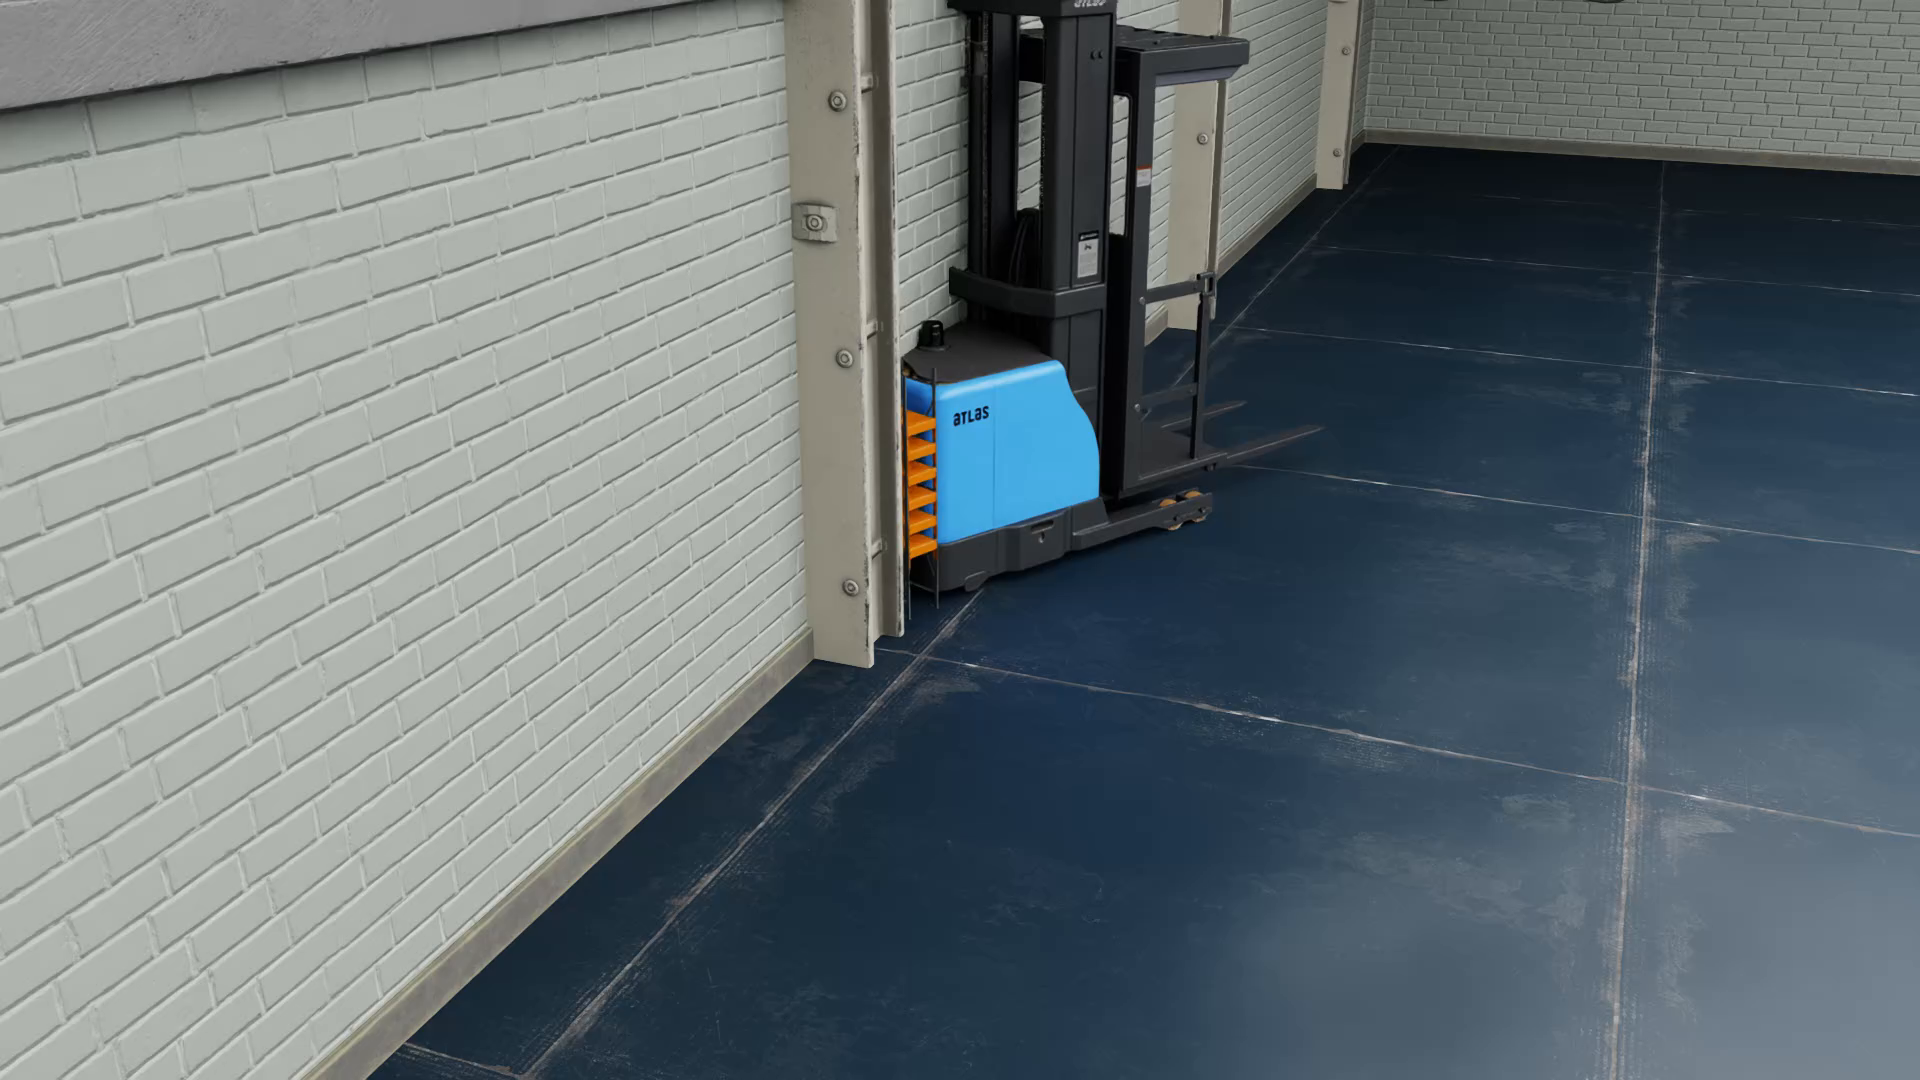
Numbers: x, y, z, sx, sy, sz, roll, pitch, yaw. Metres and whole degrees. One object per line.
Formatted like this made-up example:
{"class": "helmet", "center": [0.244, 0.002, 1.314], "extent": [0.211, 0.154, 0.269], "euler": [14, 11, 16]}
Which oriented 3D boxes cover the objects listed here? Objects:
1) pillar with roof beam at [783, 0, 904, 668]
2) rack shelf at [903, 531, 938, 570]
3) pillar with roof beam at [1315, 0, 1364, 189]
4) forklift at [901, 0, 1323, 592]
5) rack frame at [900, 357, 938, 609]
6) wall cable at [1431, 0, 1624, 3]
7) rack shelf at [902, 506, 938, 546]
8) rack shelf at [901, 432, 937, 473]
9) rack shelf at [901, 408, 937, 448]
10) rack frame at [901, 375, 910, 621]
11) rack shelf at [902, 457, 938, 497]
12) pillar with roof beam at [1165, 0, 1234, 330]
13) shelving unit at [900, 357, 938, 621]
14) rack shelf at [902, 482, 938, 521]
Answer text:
{"class": "pillar with roof beam", "center": [3.524, -3.058, 4.397], "extent": [9.100, 9.000, 0.400], "euler": [9, 24, 20]}
{"class": "rack shelf", "center": [-0.256, 0.033, 7.851], "extent": [0.180, 0.103, 0.258], "euler": [-21, 30, -40]}
{"class": "pillar with roof beam", "center": [7.981, -7.353, 14.677], "extent": [9.100, 9.000, 0.400], "euler": [9, 24, 20]}
{"class": "forklift", "center": [0.741, -1.545, 8.645], "extent": [3.031, 2.935, 1.130], "euler": [-17, 28, -35]}
{"class": "rack frame", "center": [-0.193, -0.255, 7.801], "extent": [0.006, 1.200, 0.240], "euler": [-21, 30, -40]}
{"class": "wall cable", "center": [6.306, -7.401, 18.822], "extent": [3.097, 2.526, 0.112], "euler": [9, 24, 20]}
{"class": "rack shelf", "center": [-0.257, -0.078, 7.805], "extent": [0.180, 0.103, 0.258], "euler": [-21, 30, -40]}
{"class": "rack shelf", "center": [-0.259, -0.410, 7.666], "extent": [0.180, 0.103, 0.258], "euler": [-21, 30, -40]}
{"class": "rack shelf", "center": [-0.259, -0.521, 7.620], "extent": [0.180, 0.103, 0.258], "euler": [-21, 30, -40]}
{"class": "rack frame", "center": [-0.323, -0.205, 7.682], "extent": [0.006, 1.200, 0.240], "euler": [-21, 30, -40]}
{"class": "rack shelf", "center": [-0.258, -0.300, 7.712], "extent": [0.180, 0.103, 0.258], "euler": [-21, 30, -40]}
{"class": "pillar with roof beam", "center": [5.753, -5.206, 9.537], "extent": [9.100, 9.000, 0.400], "euler": [9, 24, 20]}
{"class": "shelving unit", "center": [-0.258, -0.230, 7.741], "extent": [0.189, 1.200, 0.258], "euler": [-21, 30, -40]}
{"class": "rack shelf", "center": [-0.258, -0.189, 7.758], "extent": [0.180, 0.103, 0.258], "euler": [-21, 30, -40]}
